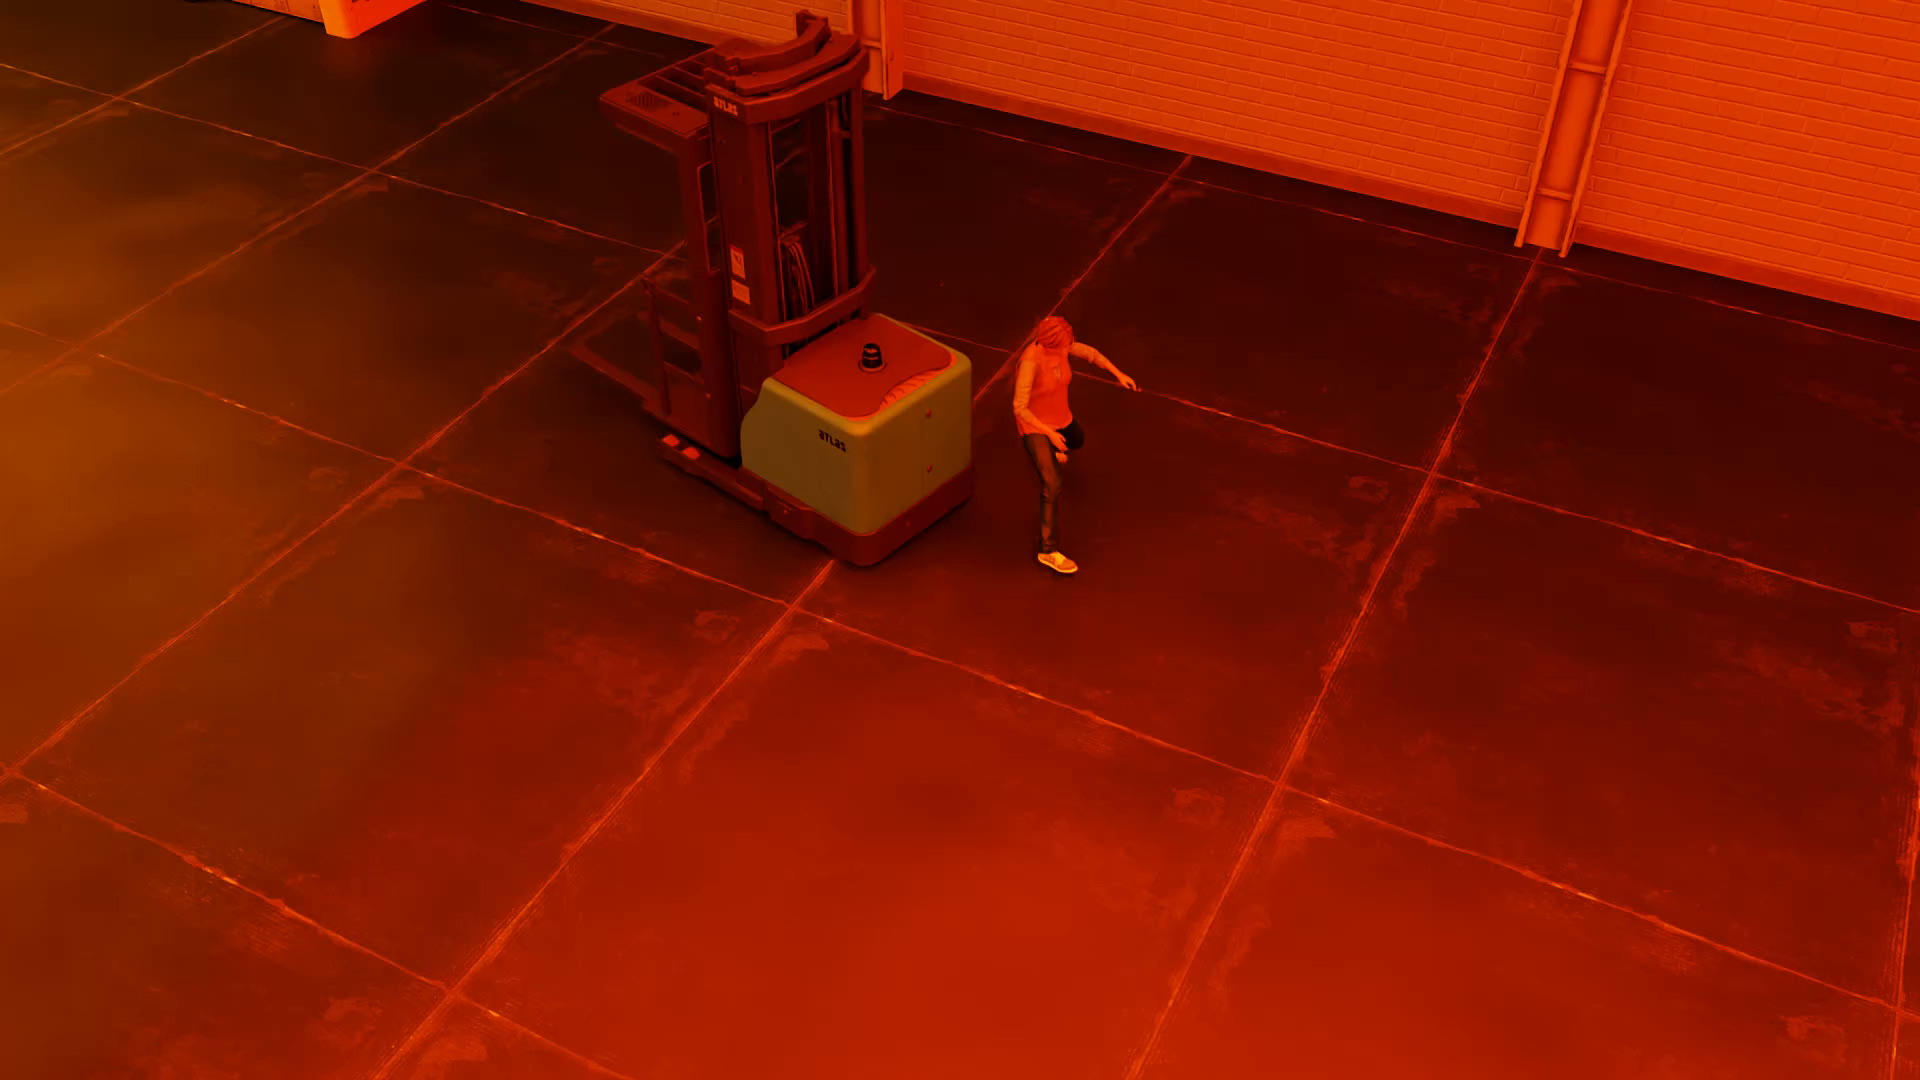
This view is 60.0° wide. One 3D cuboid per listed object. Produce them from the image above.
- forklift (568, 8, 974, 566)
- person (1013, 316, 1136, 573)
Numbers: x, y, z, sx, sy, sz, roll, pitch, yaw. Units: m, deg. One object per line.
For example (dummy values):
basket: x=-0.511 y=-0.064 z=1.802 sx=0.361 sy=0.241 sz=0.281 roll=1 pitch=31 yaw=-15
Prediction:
forklift: x=-1.351 y=-1.781 z=10.101 sx=3.031 sy=2.935 sz=1.130 roll=30 pitch=48 yaw=30
person: x=0.618 y=-0.714 z=10.033 sx=0.912 sy=1.440 sz=0.983 roll=28 pitch=47 yaw=29
